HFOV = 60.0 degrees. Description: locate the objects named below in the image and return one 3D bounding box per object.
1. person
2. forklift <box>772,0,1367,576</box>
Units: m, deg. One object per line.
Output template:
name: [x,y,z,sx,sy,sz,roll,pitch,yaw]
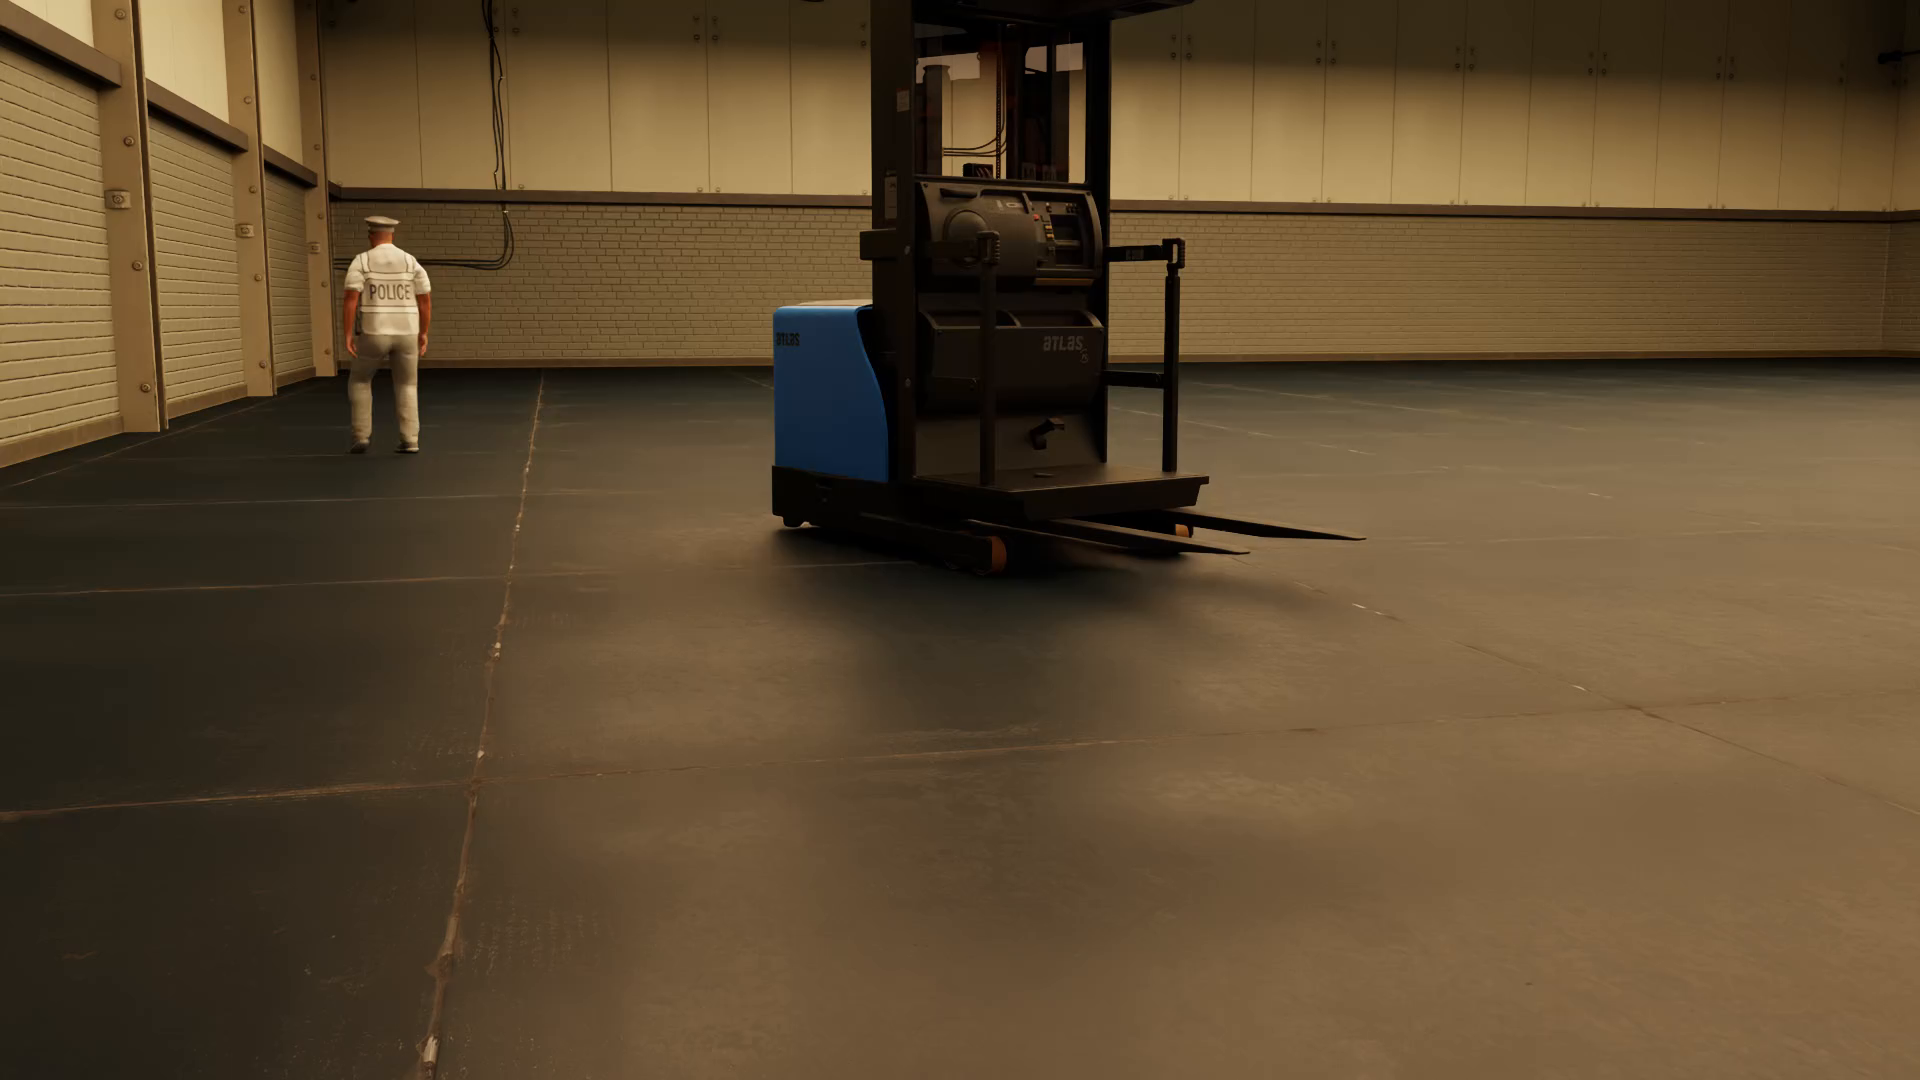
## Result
person: [-4.254,-1.483,12.324,0.636,1.816,0.535,-5,9,-30]
forklift: [0.355,-1.383,7.015,1.130,2.935,3.031,-6,10,-35]
